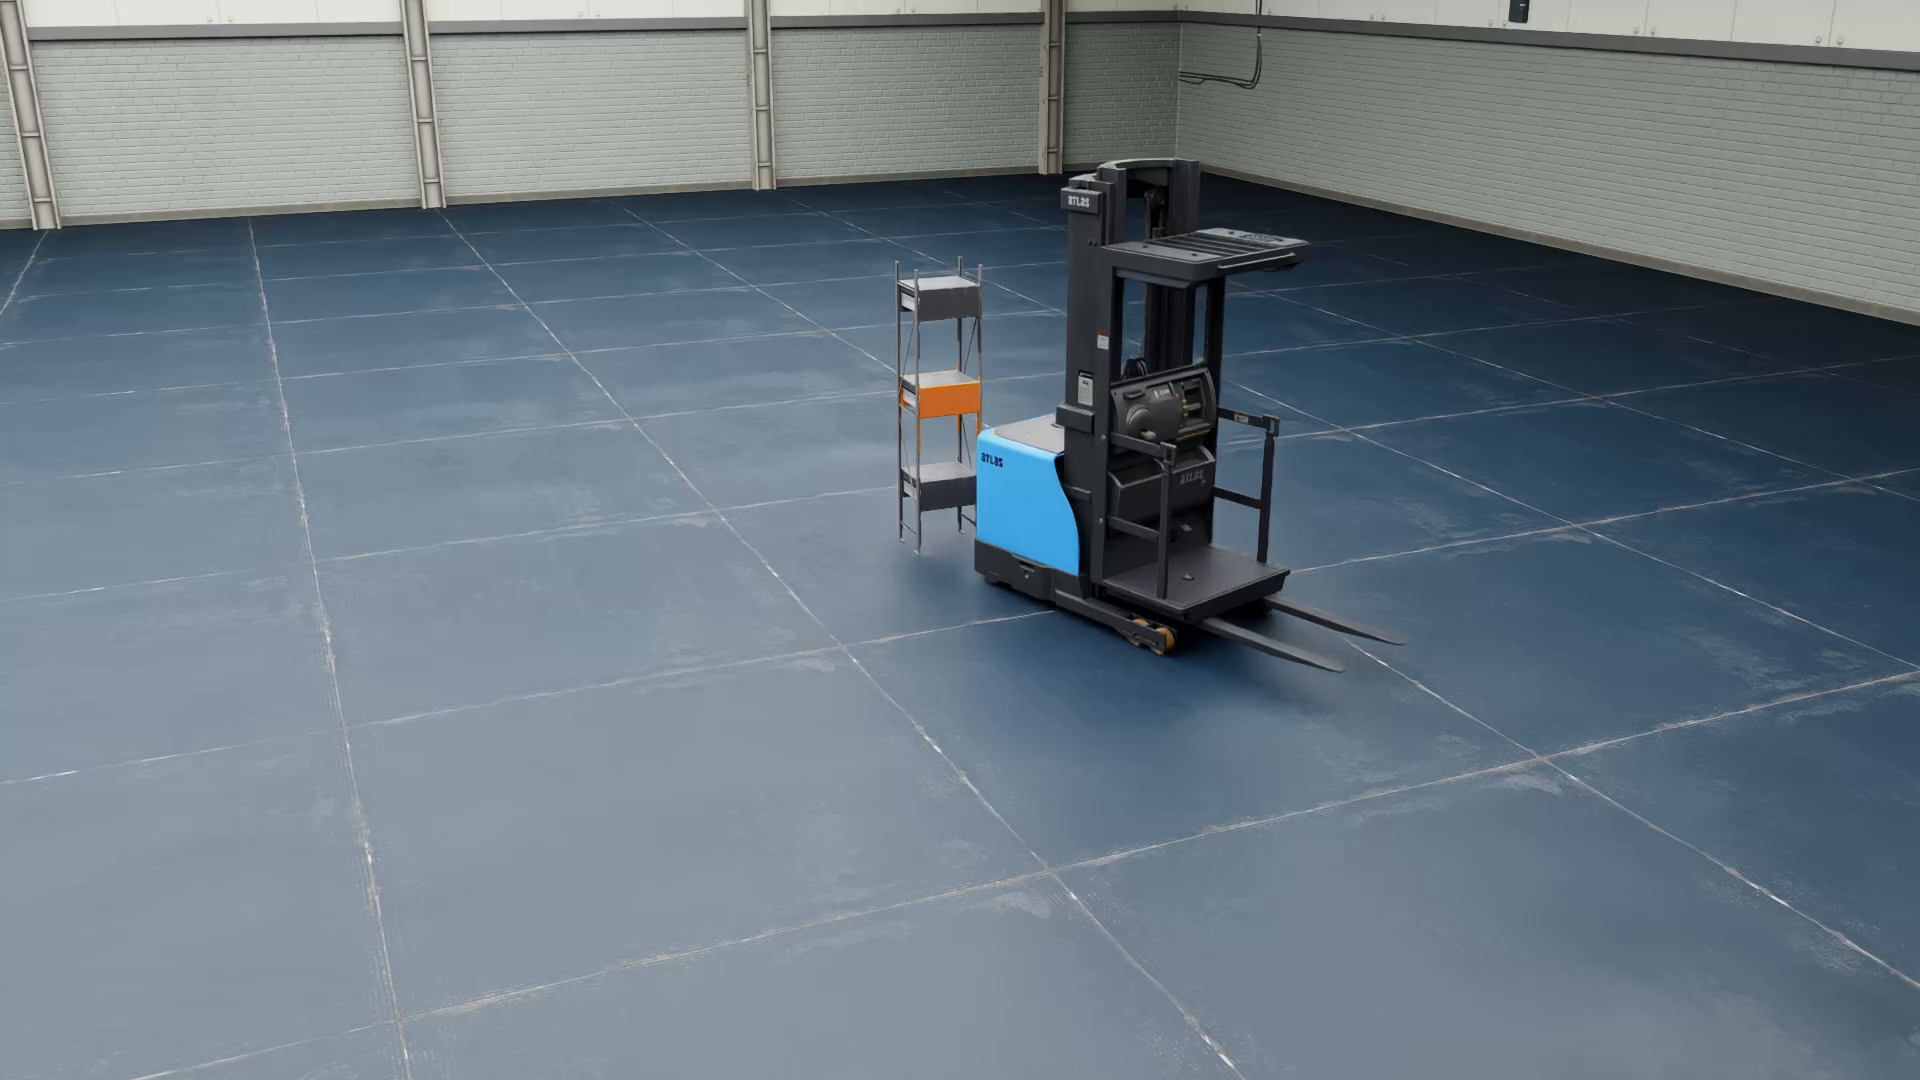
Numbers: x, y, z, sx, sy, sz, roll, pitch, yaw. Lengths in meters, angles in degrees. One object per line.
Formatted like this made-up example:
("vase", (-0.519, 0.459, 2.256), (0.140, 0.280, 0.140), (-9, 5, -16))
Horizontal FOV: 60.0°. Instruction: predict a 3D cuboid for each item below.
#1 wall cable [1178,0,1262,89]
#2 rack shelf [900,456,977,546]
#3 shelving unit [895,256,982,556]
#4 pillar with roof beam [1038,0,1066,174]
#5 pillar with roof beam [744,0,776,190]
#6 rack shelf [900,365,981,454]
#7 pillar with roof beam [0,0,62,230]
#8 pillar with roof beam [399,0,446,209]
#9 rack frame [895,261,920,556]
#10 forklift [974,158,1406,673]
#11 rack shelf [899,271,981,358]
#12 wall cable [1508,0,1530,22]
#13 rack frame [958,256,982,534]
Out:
("wall cable", (5.047, -10.167, 32.524), (0.112, 2.526, 3.097), (-8, 21, -22))
("rack shelf", (-0.152, -0.295, 12.348), (0.480, 0.518, 0.431), (-8, 21, -22))
("shelving unit", (-0.152, -0.969, 12.111), (0.503, 2.100, 0.431), (-8, 21, -22))
("pillar with roof beam", (3.523, -10.335, 28.325), (0.400, 9.000, 9.100), (-8, 21, -22))
("pillar with roof beam", (-1.986, -9.546, 26.083), (0.400, 9.000, 9.100), (-8, 21, -22))
("rack shelf", (-0.152, -0.956, 12.116), (0.480, 0.518, 0.431), (-8, 21, -22))
("pillar with roof beam", (-13.004, -7.967, 21.599), (0.400, 9.000, 9.100), (-8, 21, -22))
("pillar with roof beam", (-7.495, -8.756, 23.841), (0.400, 9.000, 9.100), (-8, 21, -22))
("rack frame", (-0.376, -0.937, 12.020), (0.015, 2.100, 0.400), (-8, 21, -22))
("forklift", (1.455, -0.854, 10.535), (1.130, 2.935, 3.031), (-16, 25, -39))
("rack shelf", (-0.152, -1.616, 11.884), (0.480, 0.518, 0.431), (-8, 21, -22))
("wall cable", (8.793, -10.339, 23.216), (0.169, 6.003, 2.305), (-8, 21, -22))
("rack frame", (0.072, -1.001, 12.203), (0.015, 2.100, 0.400), (-8, 21, -22))
